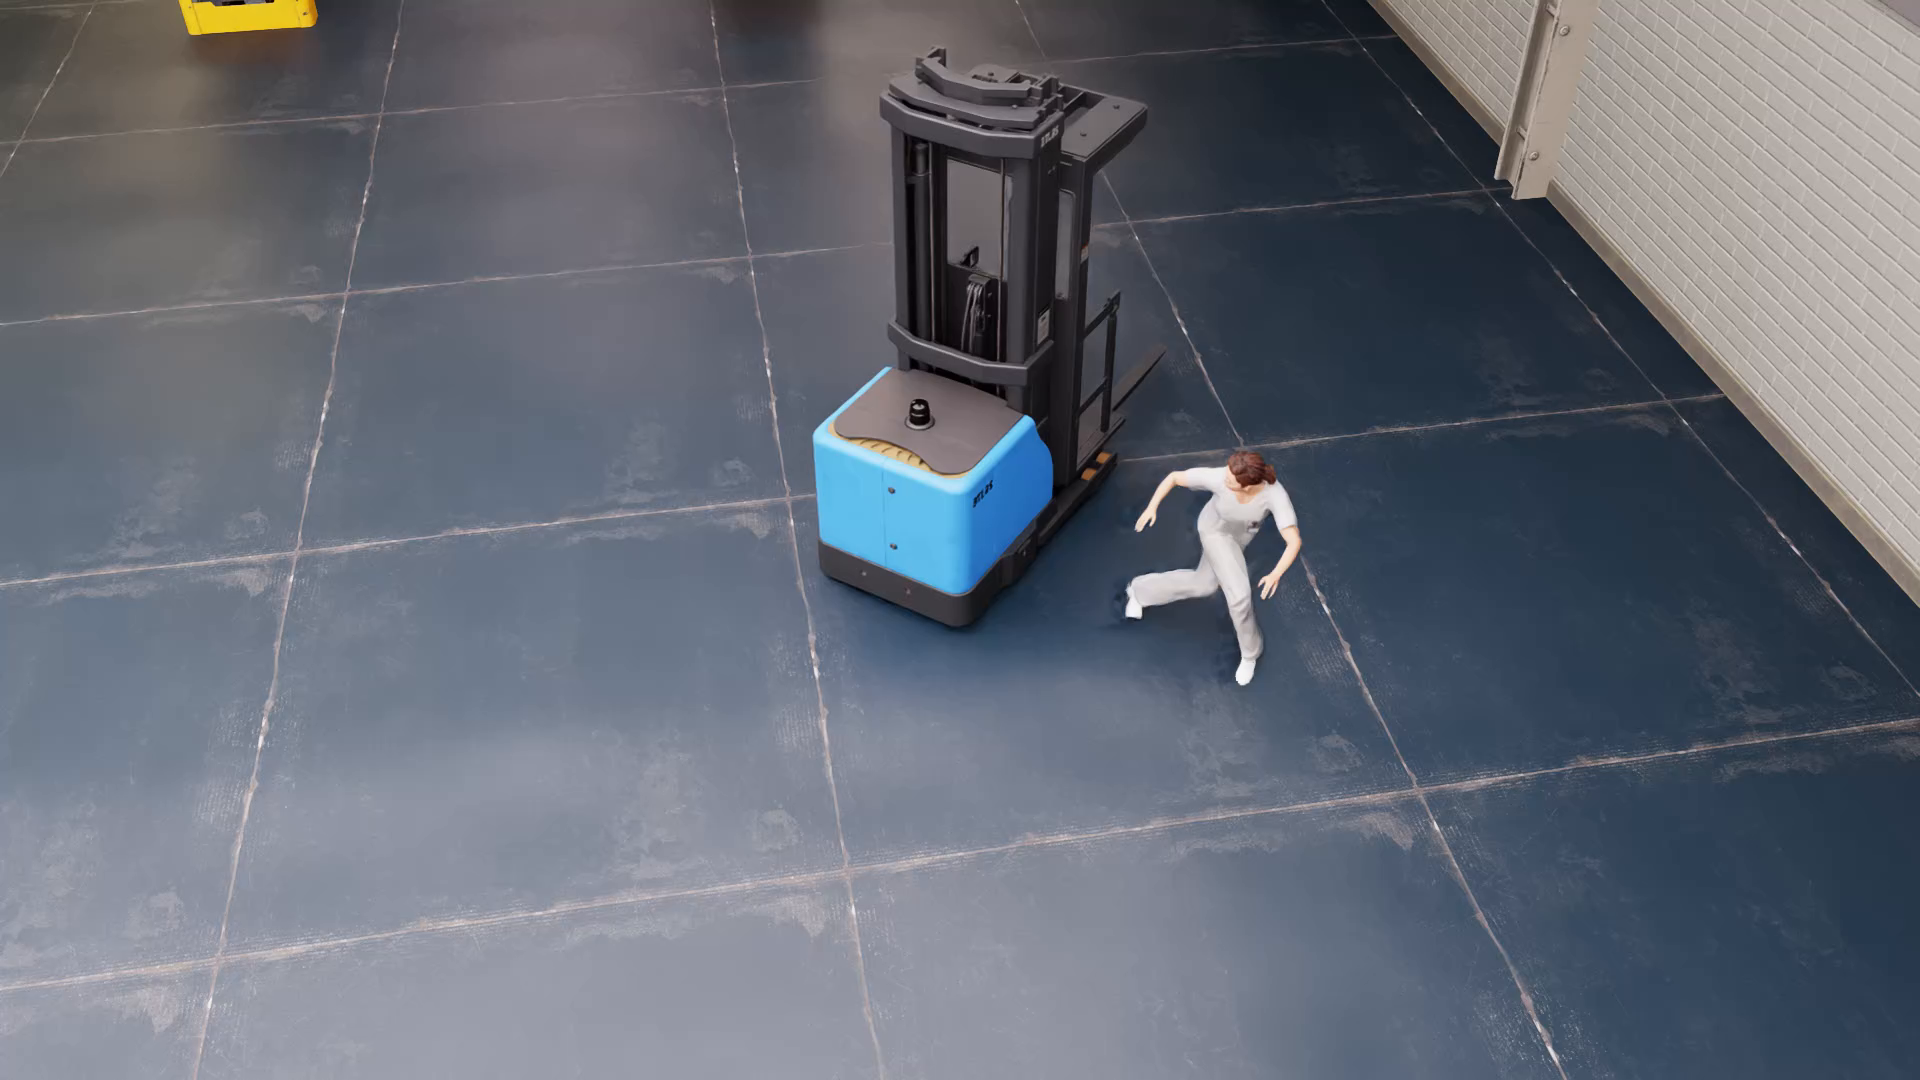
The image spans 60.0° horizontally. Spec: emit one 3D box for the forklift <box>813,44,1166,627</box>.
[{"bbox_3d":[0.353,-1.554,9.786,1.130,2.935,3.031,21,45,23],"label":"forklift"}]

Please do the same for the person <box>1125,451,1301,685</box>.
[{"bbox_3d":[1.343,0.112,9.008,0.827,1.465,1.040,-6,41,-7],"label":"person"}]
